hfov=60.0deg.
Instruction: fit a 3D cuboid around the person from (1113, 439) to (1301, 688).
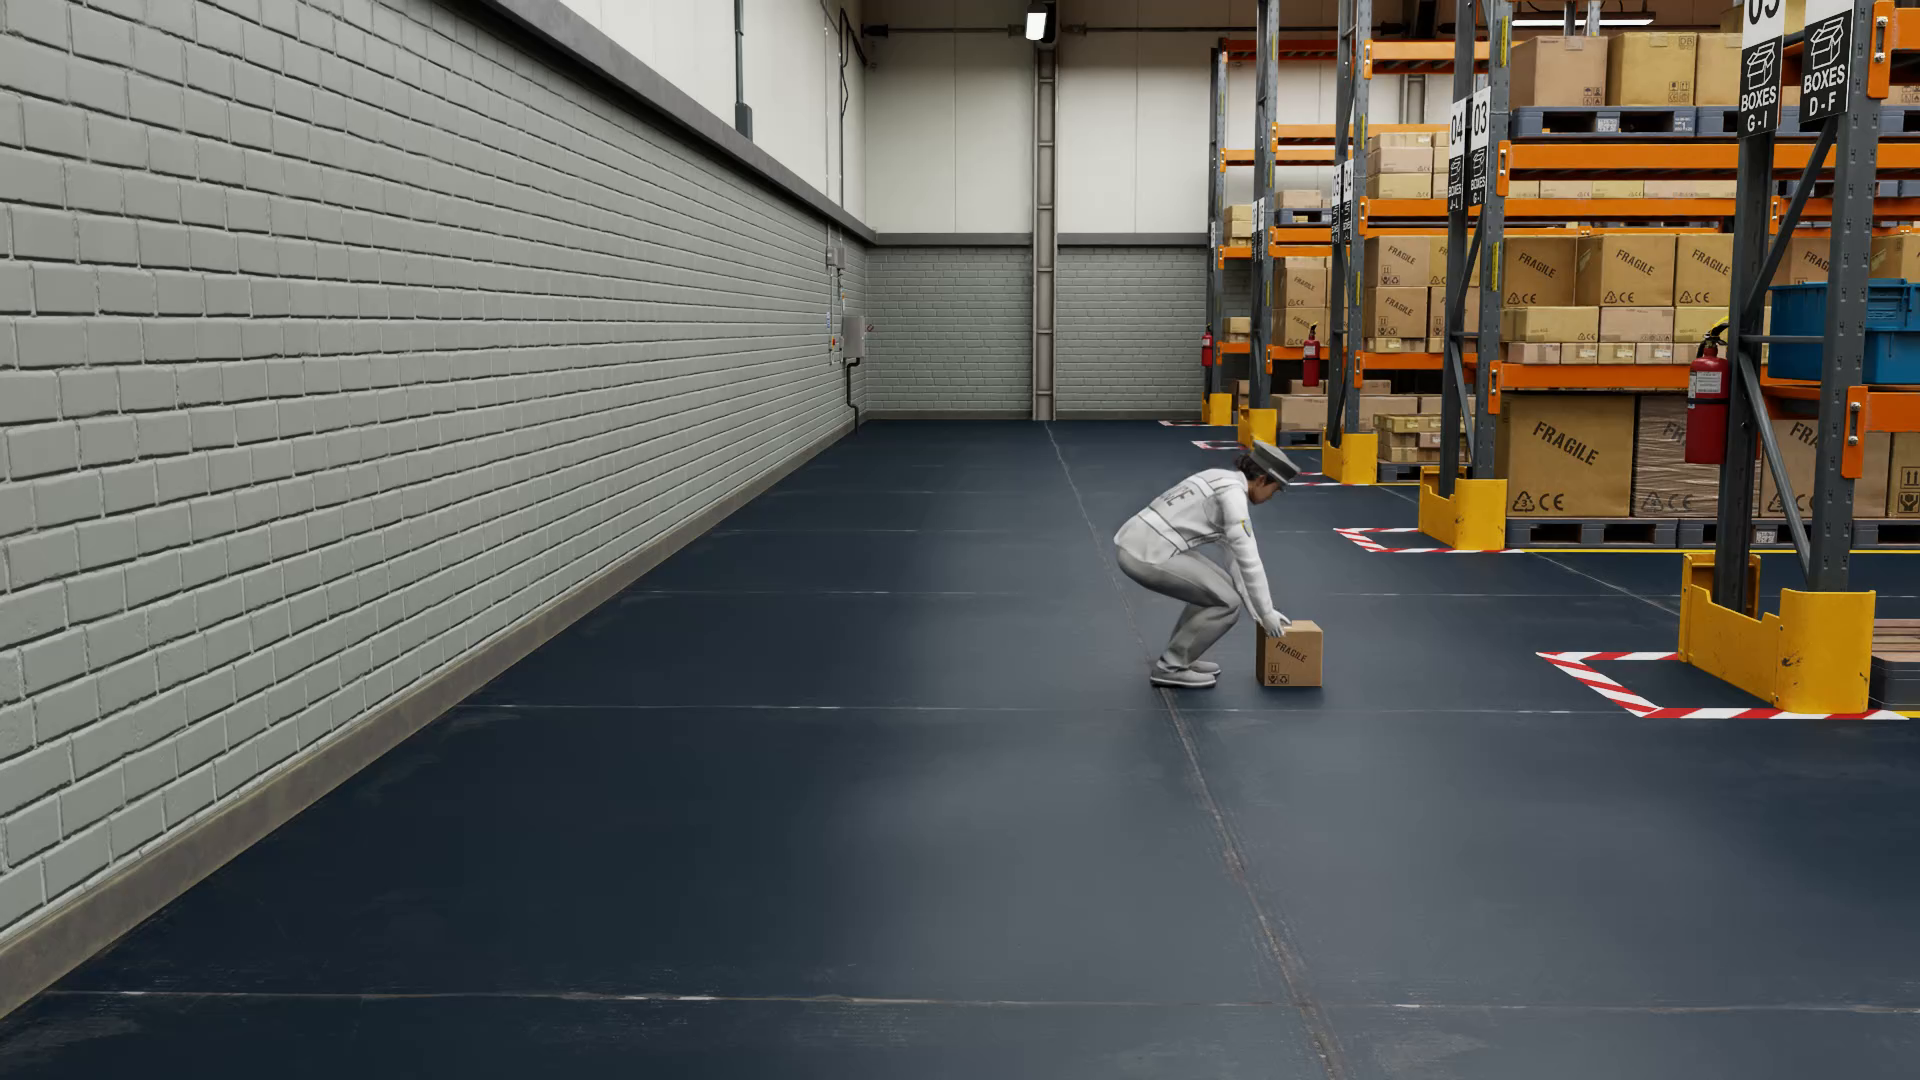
[{"bbox_3d":[1.093,0.093,7.380,0.826,1.075,0.505,0,7,1],"label":"person"}]
